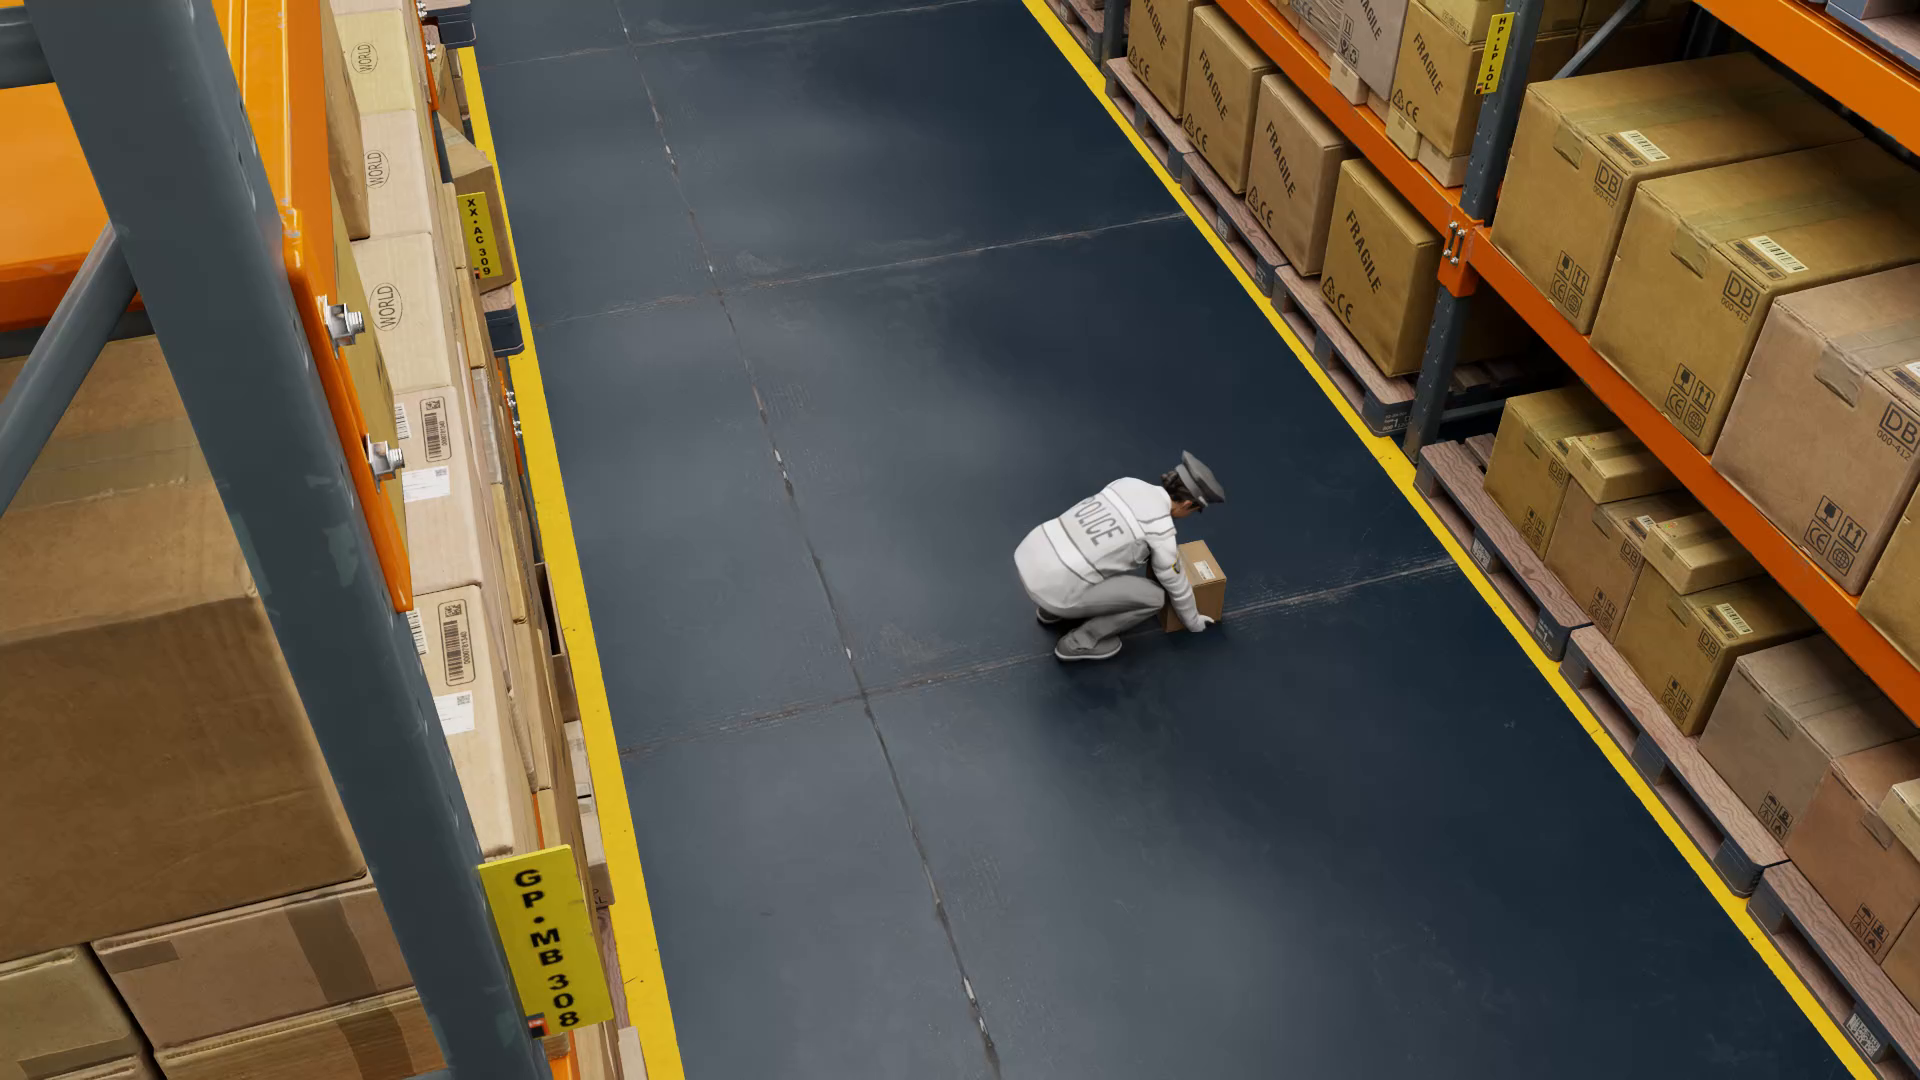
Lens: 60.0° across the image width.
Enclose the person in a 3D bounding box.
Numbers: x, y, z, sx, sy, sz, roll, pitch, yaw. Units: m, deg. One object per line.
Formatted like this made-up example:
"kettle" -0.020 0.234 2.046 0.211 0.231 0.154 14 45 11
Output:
"person" 0.657 0.087 6.777 0.886 0.853 0.473 -12 44 -13
